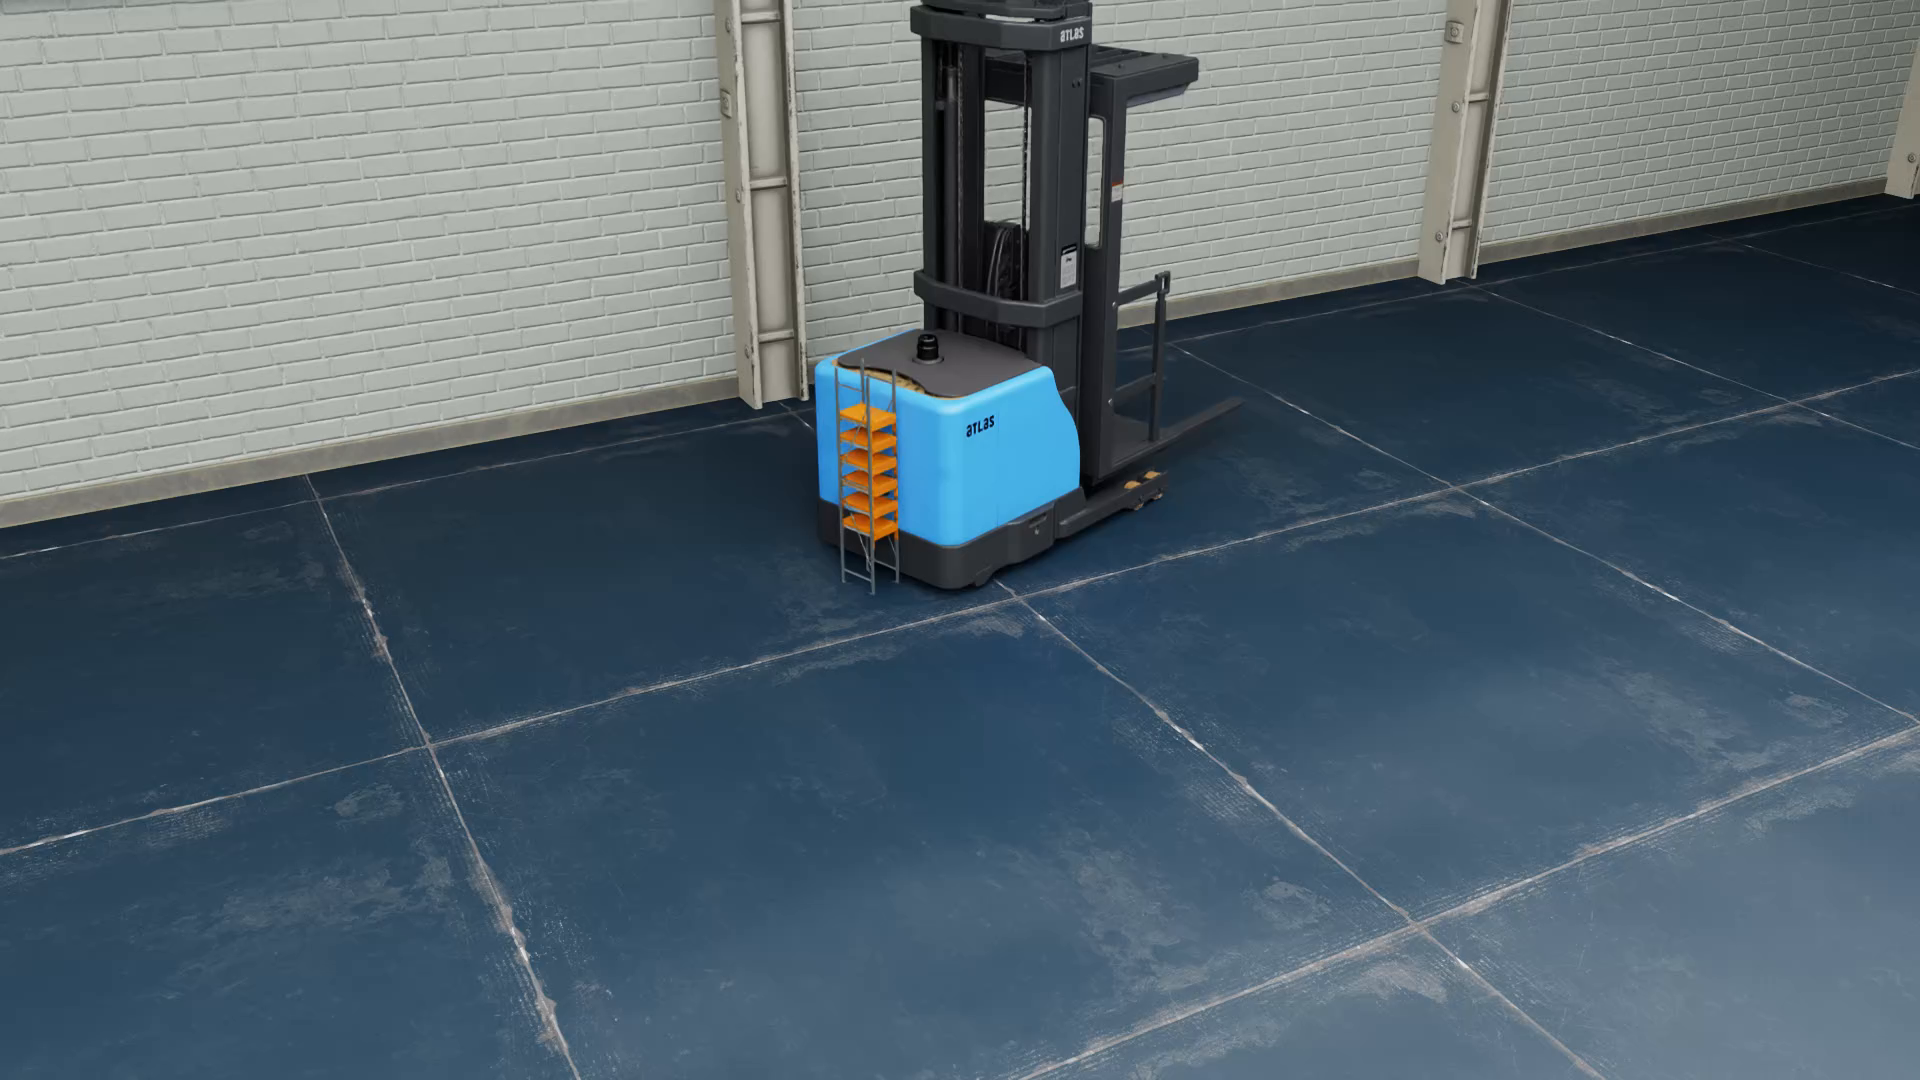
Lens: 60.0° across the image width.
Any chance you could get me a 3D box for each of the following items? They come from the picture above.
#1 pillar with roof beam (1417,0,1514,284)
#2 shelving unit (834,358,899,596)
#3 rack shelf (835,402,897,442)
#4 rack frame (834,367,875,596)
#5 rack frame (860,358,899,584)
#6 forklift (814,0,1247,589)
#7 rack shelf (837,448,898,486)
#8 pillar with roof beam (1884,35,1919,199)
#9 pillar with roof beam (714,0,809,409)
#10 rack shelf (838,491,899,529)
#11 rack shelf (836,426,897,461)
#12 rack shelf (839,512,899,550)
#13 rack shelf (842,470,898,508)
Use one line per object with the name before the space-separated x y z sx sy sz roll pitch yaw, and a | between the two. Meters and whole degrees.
pillar with roof beam | 6.057 -4.602 8.438 0.400 9.000 9.100 -13 29 -25
shelving unit | -0.472 -0.313 8.516 0.258 1.200 0.189 21 33 37
rack shelf | -0.472 -0.598 8.379 0.258 0.103 0.180 21 33 37
rack frame | -0.533 -0.284 8.454 0.240 1.200 0.006 21 33 37
rack frame | -0.412 -0.343 8.578 0.240 1.200 0.006 21 33 37
forklift | 0.574 -1.625 9.247 1.130 2.935 3.031 21 33 37
rack shelf | -0.472 -0.381 8.483 0.258 0.103 0.180 21 33 37
pillar with roof beam | 11.352 -5.824 10.983 0.400 9.000 9.100 -13 29 -25
pillar with roof beam | 0.763 -3.380 5.892 0.400 9.000 9.100 -13 29 -25
rack shelf | -0.472 -0.165 8.587 0.258 0.103 0.180 21 33 37
rack shelf | -0.472 -0.489 8.431 0.258 0.103 0.180 21 33 37
rack shelf | -0.472 -0.057 8.639 0.258 0.103 0.180 21 33 37
rack shelf | -0.472 -0.273 8.535 0.258 0.103 0.180 21 33 37
